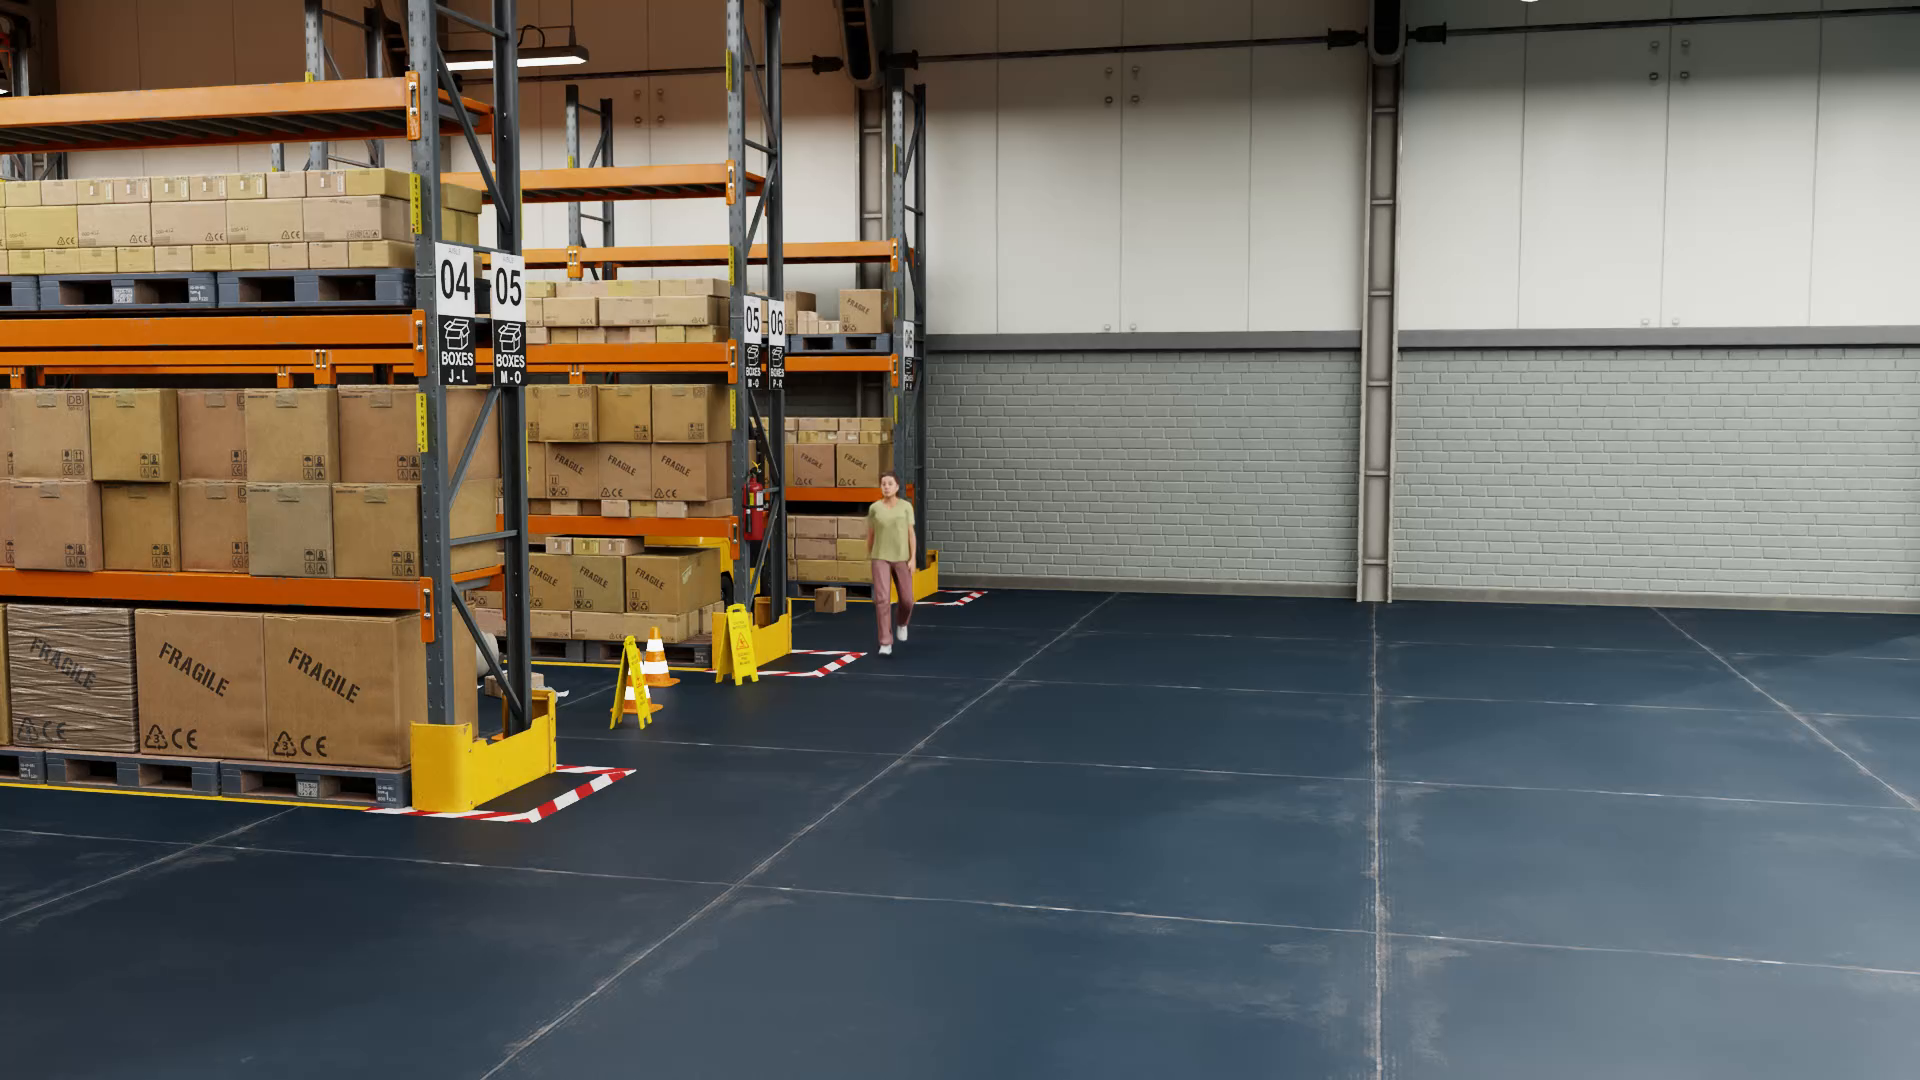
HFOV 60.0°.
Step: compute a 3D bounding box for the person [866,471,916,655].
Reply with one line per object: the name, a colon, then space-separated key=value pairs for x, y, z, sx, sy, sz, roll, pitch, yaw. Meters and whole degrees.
person: x=-0.628 y=0.190 z=15.149 sx=0.450 sy=1.646 sz=0.723 roll=0 pitch=5 yaw=-2
